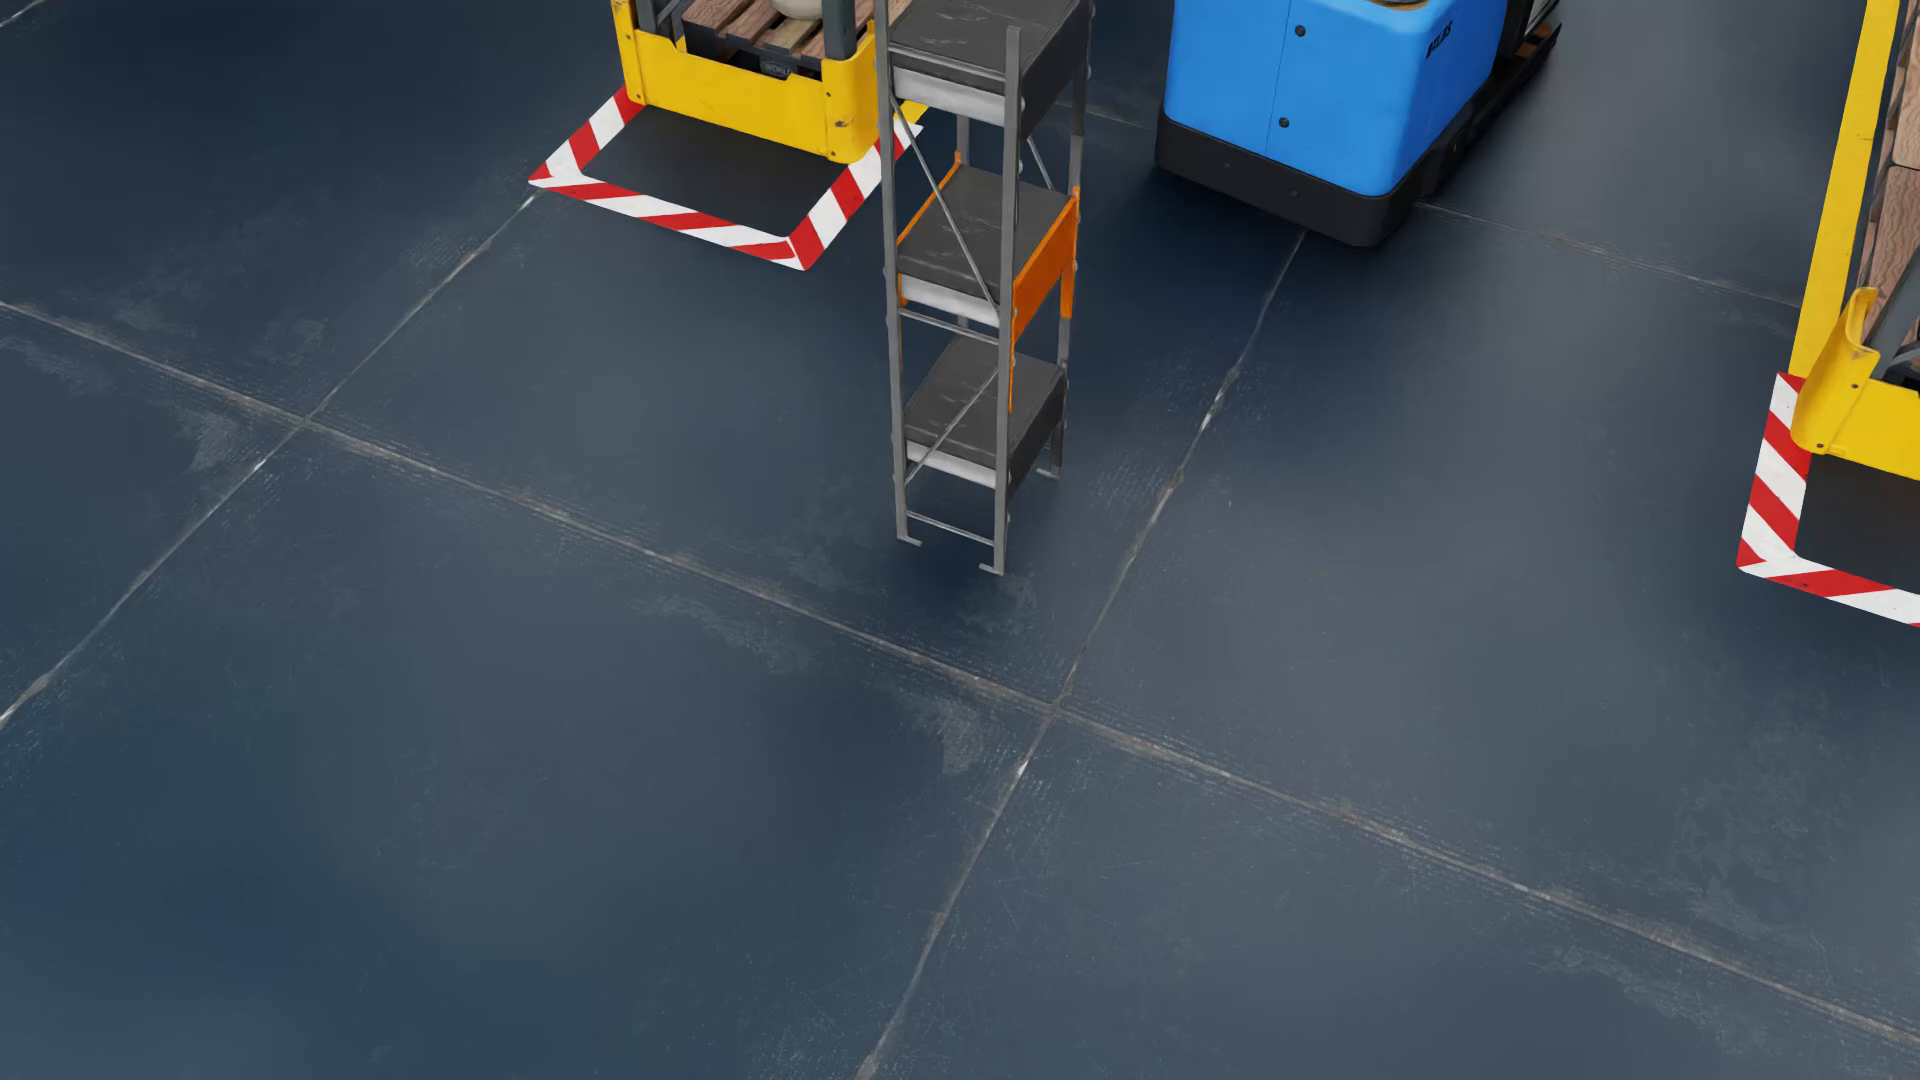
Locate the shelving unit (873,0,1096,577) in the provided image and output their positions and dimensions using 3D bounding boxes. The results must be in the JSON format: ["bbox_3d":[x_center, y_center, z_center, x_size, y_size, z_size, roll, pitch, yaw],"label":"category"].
[{"bbox_3d":[0.071,-0.794,5.047,0.431,2.100,0.503,20,52,16],"label":"shelving unit"}]

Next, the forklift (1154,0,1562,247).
[{"bbox_3d":[2.076,-3.218,6.564,1.130,2.935,3.031,28,55,22],"label":"forklift"}]

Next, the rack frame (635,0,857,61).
[{"bbox_3d":[-0.899,-2.806,6.168,1.000,3.000,0.127,20,52,16],"label":"rack frame"}]

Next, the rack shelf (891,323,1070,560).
[{"bbox_3d":[0.071,-0.332,5.591,0.431,0.518,0.480,20,52,16],"label":"rack shelf"}]

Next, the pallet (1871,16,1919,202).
[{"bbox_3d":[4.514,-1.728,7.082,1.003,0.211,1.213,20,52,16],"label":"pallet"}]

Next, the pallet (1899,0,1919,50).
[{"bbox_3d":[5.034,-2.571,7.799,1.003,0.211,1.213,20,52,16],"label":"pallet"}]

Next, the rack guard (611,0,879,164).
[{"bbox_3d":[-0.909,-2.064,7.178,1.175,0.500,0.348,20,52,16],"label":"rack guard"}]

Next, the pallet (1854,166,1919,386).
[{"bbox_3d":[3.991,-0.891,6.370,1.003,0.211,1.213,20,52,16],"label":"pallet"}]

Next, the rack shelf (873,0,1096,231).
[{"bbox_3d":[0.071,-1.239,4.525,0.431,0.518,0.480,20,52,16],"label":"rack shelf"}]

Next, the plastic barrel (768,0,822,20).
[{"bbox_3d":[-0.686,-2.614,7.363,0.421,0.512,0.421,0,50,0],"label":"plastic barrel"}]

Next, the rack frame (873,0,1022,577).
[{"bbox_3d":[-0.034,-0.626,4.904,0.400,2.100,0.015,20,52,16],"label":"rack frame"}]

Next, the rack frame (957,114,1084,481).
[{"bbox_3d":[0.175,-0.962,5.190,0.400,2.100,0.015,20,52,16],"label":"rack frame"}]

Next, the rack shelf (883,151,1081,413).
[{"bbox_3d":[0.071,-0.786,5.058,0.431,0.518,0.480,20,52,16],"label":"rack shelf"}]

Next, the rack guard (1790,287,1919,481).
[{"bbox_3d":[3.612,-0.437,5.793,1.175,0.500,0.348,20,52,16],"label":"rack guard"}]

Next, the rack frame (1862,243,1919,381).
[{"bbox_3d":[3.580,-1.195,4.797,1.000,3.000,0.127,20,52,16],"label":"rack frame"}]

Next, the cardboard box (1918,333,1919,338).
[{"bbox_3d":[3.862,-0.945,5.950,0.500,0.500,0.500,29,55,22],"label":"cardboard box"}]

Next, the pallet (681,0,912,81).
[{"bbox_3d":[-0.557,-2.528,7.762,1.003,0.211,1.213,20,52,16],"label":"pallet"}]
